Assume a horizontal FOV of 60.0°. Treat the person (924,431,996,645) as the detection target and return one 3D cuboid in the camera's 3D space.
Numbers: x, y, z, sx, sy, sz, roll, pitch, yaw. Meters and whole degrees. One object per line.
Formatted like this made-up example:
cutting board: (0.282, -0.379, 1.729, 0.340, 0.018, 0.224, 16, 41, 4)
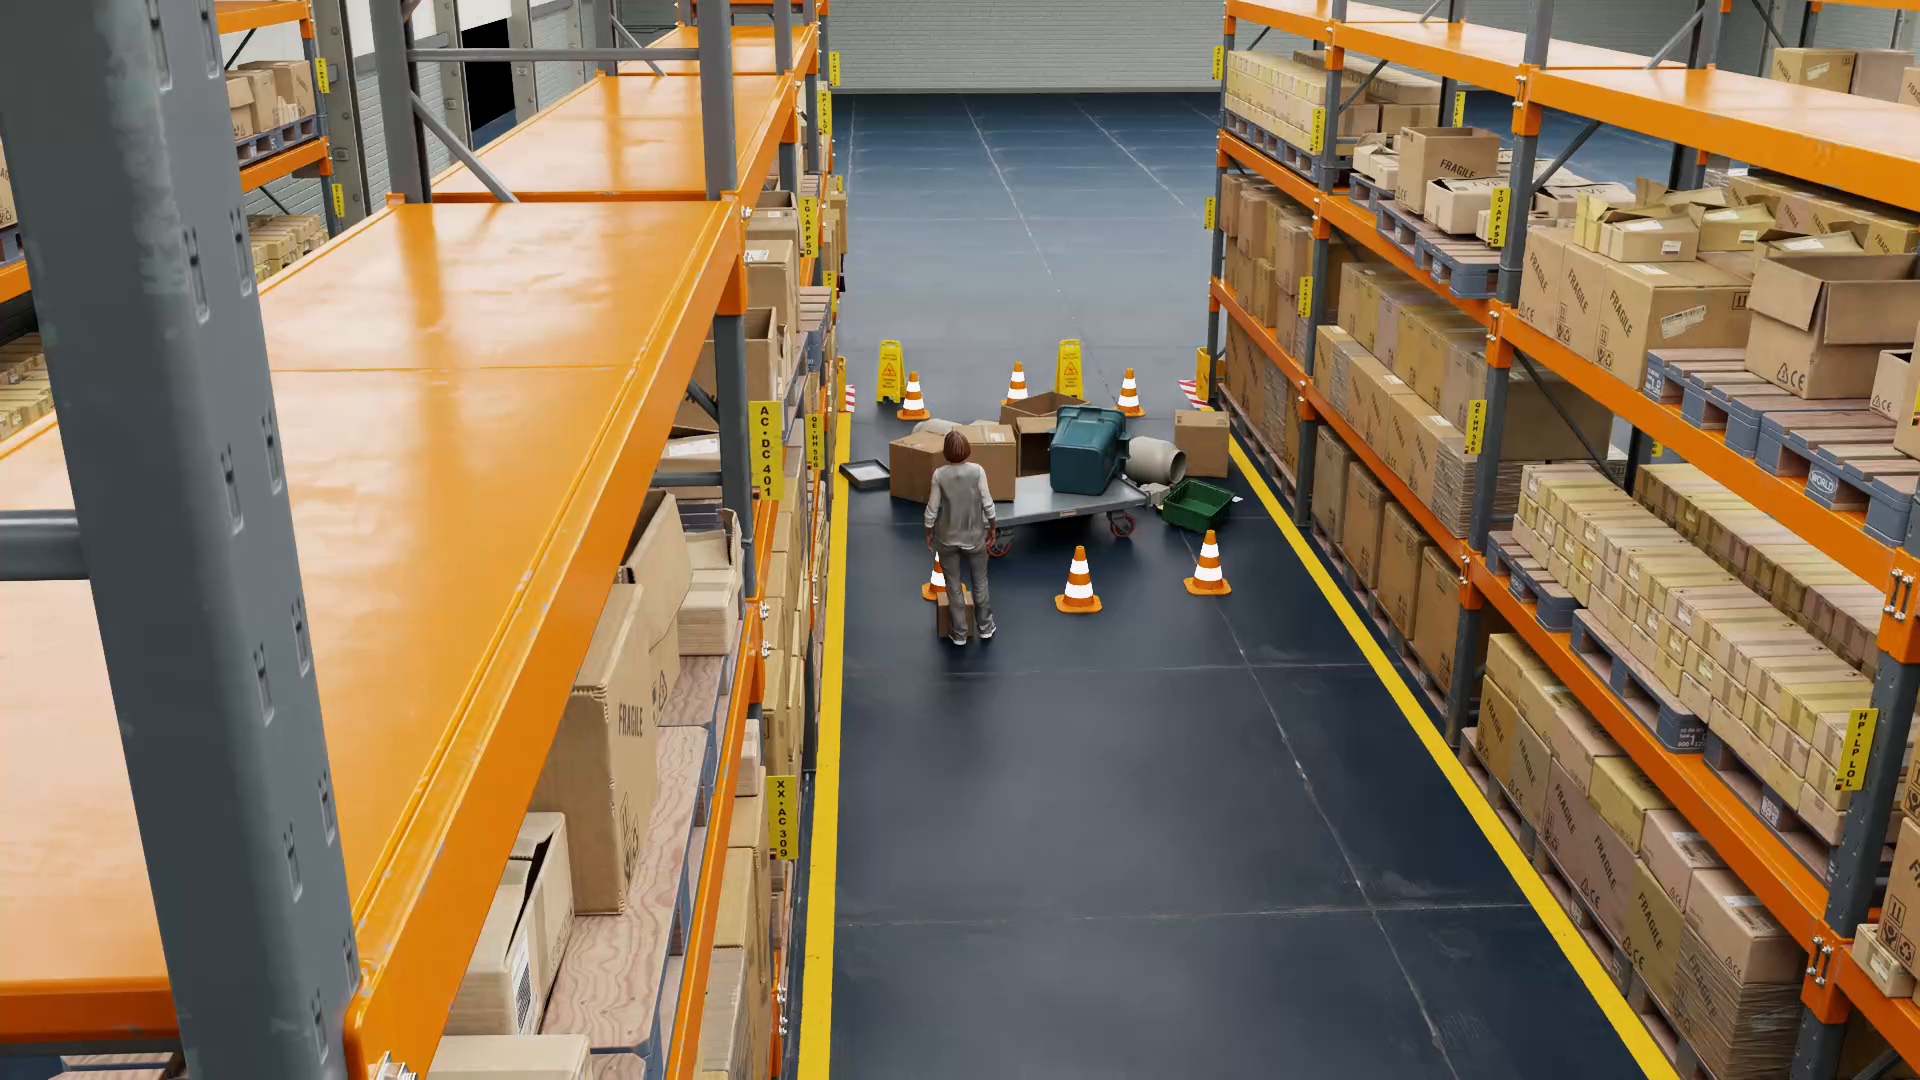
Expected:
person: (0.008, -0.033, 11.655, 0.520, 1.596, 0.475, -1, 21, -3)
